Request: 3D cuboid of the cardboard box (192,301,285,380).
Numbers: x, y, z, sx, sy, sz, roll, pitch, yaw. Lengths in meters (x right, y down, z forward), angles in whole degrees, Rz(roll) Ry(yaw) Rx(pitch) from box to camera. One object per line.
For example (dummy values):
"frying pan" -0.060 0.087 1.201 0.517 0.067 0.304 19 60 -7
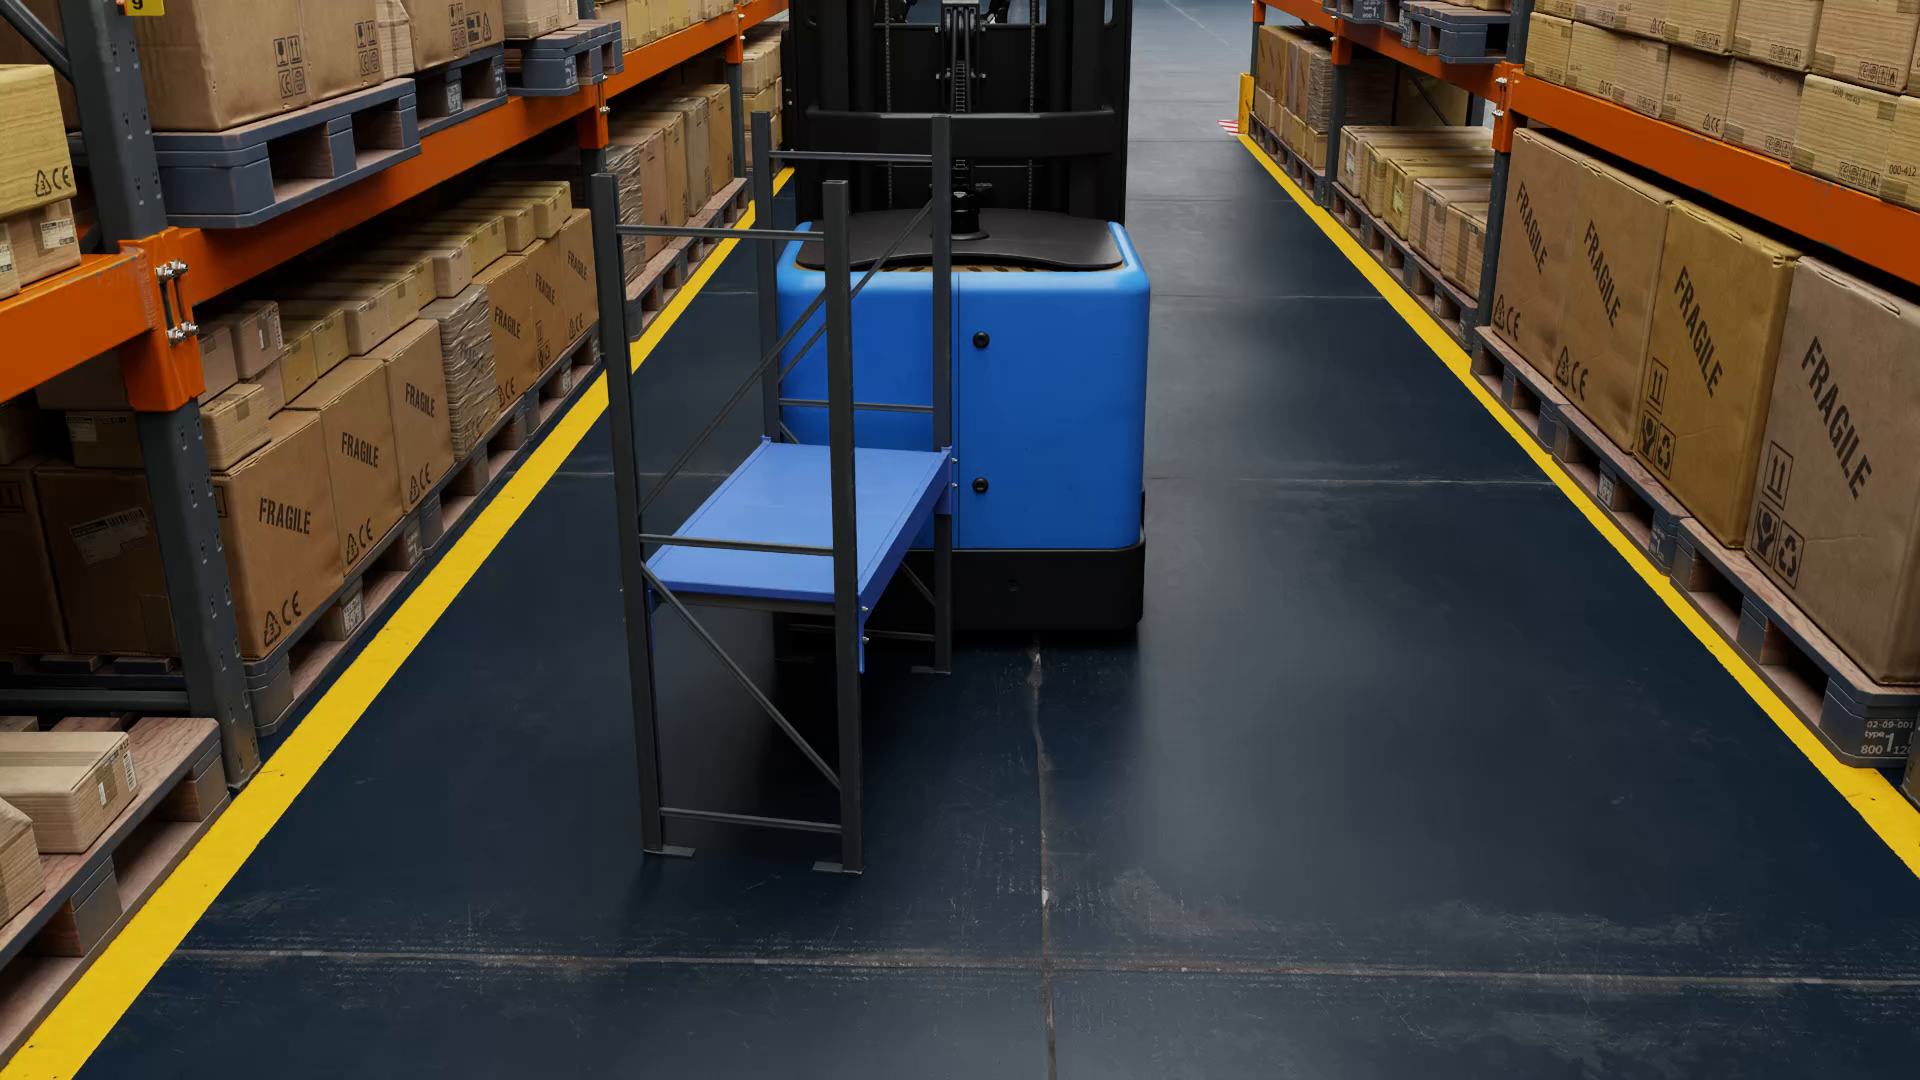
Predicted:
"cardboard box" -1.980 -0.515 4.277 0.380 0.149 0.250 0 21 -1

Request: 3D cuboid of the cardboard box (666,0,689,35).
"cardboard box" -1.791 -2.912 9.095 0.500 0.250 0.500 1 21 3

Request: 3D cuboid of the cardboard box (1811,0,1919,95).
"cardboard box" 2.523 -1.275 4.185 0.500 0.250 0.500 1 21 3

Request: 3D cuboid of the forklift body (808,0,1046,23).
"forklift body" -0.086 -4.060 13.019 2.313 2.155 1.214 1 21 2

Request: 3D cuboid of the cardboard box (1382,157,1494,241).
"cardboard box" 2.937 -1.931 9.412 0.950 0.372 0.625 1 21 3

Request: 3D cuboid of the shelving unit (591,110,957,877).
"shelving unit" -0.364 -0.166 3.884 0.538 1.500 1.048 4 22 10

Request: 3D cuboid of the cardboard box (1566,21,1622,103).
"cardboard box" 2.602 -1.785 6.191 0.500 0.250 0.500 0 21 0

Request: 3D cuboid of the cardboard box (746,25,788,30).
"cardboard box" -1.564 -4.187 14.010 0.500 0.250 0.500 1 21 3

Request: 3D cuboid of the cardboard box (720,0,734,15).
"cardboard box" -1.727 -3.460 10.506 0.500 0.250 0.500 1 21 3

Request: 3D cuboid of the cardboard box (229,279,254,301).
"cardboard box" -2.497 -0.760 5.319 0.380 0.149 0.250 1 21 2

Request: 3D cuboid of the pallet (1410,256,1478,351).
"pallet" 2.892 -1.198 8.324 1.003 0.211 1.213 1 21 2

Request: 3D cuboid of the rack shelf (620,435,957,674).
"rack shelf" -0.364 0.001 3.949 0.538 0.185 1.000 4 22 10

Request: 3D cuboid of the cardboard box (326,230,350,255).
"cardboard box" -2.445 -1.038 6.034 0.380 0.149 0.250 0 21 0

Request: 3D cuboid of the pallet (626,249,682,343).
"pallet" -2.031 -1.266 8.499 1.003 0.211 1.213 1 21 2

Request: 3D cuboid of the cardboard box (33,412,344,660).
"cardboard box" -1.977 -0.025 4.322 0.500 0.500 0.500 2 21 4

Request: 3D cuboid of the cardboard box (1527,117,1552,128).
"cardboard box" 4.381 -2.870 12.231 0.500 0.500 0.500 18 27 38

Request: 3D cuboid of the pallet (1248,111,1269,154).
"pallet" 3.047 -3.487 14.224 1.003 0.211 1.213 1 21 2

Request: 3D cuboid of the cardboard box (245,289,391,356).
"cardboard box" -1.973 -0.665 5.075 0.380 0.149 0.250 1 21 1

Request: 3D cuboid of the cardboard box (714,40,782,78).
"cardboard box" -1.616 -3.631 12.579 0.500 0.250 0.500 1 21 3

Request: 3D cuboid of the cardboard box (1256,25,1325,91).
"cardboard box" 2.809 -4.074 14.066 0.500 0.500 0.500 0 21 0

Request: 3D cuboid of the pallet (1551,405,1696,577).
"pallet" 2.727 -0.191 5.730 1.003 0.211 1.213 1 21 2

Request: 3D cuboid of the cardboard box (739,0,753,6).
"cardboard box" -1.699 -3.919 11.344 0.500 0.500 0.500 0 21 0

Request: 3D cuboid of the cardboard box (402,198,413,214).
"cardboard box" -2.457 -1.321 6.764 0.380 0.149 0.250 1 21 3

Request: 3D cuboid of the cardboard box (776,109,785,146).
"cardboard box" -1.628 -3.170 12.772 0.500 0.250 0.500 1 21 3

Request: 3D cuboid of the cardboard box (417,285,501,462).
"cardboard box" -1.929 -0.586 5.767 0.500 0.500 0.500 0 21 0

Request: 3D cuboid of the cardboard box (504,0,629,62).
"cardboard box" -1.837 -2.356 7.663 0.500 0.250 0.500 1 21 2

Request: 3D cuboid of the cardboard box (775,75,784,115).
"cardboard box" -1.610 -3.397 12.667 0.500 0.250 0.500 0 21 1

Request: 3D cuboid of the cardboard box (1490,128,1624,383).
"cardboard box" 2.762 -1.172 6.759 0.875 0.875 0.875 0 21 1

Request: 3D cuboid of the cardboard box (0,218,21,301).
"cardboard box" -1.960 -0.493 2.999 0.380 0.149 0.250 1 21 3

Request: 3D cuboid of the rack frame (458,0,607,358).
"rack frame" -2.095 -2.269 7.229 1.000 3.000 0.127 1 21 2

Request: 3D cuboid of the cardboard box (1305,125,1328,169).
"cardboard box" 2.737 -2.792 11.799 0.500 0.250 0.500 2 21 4

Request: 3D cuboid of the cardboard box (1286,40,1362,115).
"cardboard box" 2.766 -3.510 12.613 0.500 0.500 0.500 2 21 4

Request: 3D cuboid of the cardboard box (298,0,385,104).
"cardboard box" -1.963 -1.424 4.335 0.700 0.500 0.500 1 21 2

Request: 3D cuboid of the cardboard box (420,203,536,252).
"cardboard box" -1.886 -1.226 6.521 0.380 0.149 0.250 0 21 0

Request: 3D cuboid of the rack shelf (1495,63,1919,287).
"rack shelf" 2.806 -1.157 5.358 1.077 0.370 4.000 1 21 2

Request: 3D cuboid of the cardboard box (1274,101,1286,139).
"cardboard box" 2.782 -3.351 13.240 0.500 0.250 0.500 2 21 5

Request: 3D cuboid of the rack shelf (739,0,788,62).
"rack shelf" -1.913 -4.103 12.950 1.077 0.370 4.000 1 21 2

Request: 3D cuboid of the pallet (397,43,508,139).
"pallet" -2.150 -1.476 5.451 1.003 0.211 1.213 1 21 2

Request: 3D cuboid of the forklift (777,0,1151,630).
"forklift" 0.002 -1.594 5.586 1.130 2.935 3.031 0 21 0

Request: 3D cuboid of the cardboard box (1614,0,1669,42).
"cardboard box" 2.560 -1.831 5.618 0.500 0.250 0.500 1 21 1

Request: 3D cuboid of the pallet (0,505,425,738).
"pallet" -2.230 0.183 4.765 1.003 0.211 1.213 1 21 2

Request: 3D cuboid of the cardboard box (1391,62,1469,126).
"cardboard box" 3.276 -3.135 11.647 0.500 0.500 0.500 2 21 4

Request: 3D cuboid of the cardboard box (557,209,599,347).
"cardboard box" -1.893 -1.144 7.205 0.500 0.500 0.500 1 21 3

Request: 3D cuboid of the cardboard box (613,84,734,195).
"cardboard box" -1.978 -2.615 10.823 0.875 0.625 0.625 2 21 4

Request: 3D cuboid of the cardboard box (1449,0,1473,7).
"cardboard box" 2.540 -2.604 7.861 0.380 0.149 0.250 0 21 1

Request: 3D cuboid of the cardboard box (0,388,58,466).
"cardboard box" -2.494 -0.291 4.112 0.380 0.149 0.250 0 21 -1

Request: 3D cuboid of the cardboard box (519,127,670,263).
"cardboard box" -2.050 -1.819 8.773 0.875 0.625 0.625 1 21 3

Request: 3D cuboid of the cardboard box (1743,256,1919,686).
"cardboard box" 2.684 -0.199 4.253 0.875 0.875 0.875 1 21 3

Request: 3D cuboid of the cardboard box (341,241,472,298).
"cardboard box" -1.925 -0.941 5.786 0.380 0.149 0.250 0 21 -1

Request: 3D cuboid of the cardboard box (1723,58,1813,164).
"cardboard box" 2.557 -1.230 4.761 0.500 0.250 0.500 0 21 0

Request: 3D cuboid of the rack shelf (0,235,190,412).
"rack shelf" -2.278 0.236 1.768 1.077 0.370 4.000 1 21 2

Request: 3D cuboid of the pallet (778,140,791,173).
"pallet" -1.873 -3.144 13.340 1.003 0.211 1.213 1 21 2

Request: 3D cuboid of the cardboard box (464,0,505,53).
"cardboard box" -1.960 -1.920 5.608 0.797 0.503 0.637 0 21 0

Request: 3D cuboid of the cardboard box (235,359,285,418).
"cardboard box" -2.009 -0.383 4.347 0.380 0.149 0.250 0 21 0

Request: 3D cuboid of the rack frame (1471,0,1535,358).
"rack frame" 2.866 -2.215 7.092 1.000 3.000 0.127 1 21 2

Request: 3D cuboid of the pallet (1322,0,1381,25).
"pallet" 2.819 -3.297 10.146 1.003 0.211 1.213 1 21 2
